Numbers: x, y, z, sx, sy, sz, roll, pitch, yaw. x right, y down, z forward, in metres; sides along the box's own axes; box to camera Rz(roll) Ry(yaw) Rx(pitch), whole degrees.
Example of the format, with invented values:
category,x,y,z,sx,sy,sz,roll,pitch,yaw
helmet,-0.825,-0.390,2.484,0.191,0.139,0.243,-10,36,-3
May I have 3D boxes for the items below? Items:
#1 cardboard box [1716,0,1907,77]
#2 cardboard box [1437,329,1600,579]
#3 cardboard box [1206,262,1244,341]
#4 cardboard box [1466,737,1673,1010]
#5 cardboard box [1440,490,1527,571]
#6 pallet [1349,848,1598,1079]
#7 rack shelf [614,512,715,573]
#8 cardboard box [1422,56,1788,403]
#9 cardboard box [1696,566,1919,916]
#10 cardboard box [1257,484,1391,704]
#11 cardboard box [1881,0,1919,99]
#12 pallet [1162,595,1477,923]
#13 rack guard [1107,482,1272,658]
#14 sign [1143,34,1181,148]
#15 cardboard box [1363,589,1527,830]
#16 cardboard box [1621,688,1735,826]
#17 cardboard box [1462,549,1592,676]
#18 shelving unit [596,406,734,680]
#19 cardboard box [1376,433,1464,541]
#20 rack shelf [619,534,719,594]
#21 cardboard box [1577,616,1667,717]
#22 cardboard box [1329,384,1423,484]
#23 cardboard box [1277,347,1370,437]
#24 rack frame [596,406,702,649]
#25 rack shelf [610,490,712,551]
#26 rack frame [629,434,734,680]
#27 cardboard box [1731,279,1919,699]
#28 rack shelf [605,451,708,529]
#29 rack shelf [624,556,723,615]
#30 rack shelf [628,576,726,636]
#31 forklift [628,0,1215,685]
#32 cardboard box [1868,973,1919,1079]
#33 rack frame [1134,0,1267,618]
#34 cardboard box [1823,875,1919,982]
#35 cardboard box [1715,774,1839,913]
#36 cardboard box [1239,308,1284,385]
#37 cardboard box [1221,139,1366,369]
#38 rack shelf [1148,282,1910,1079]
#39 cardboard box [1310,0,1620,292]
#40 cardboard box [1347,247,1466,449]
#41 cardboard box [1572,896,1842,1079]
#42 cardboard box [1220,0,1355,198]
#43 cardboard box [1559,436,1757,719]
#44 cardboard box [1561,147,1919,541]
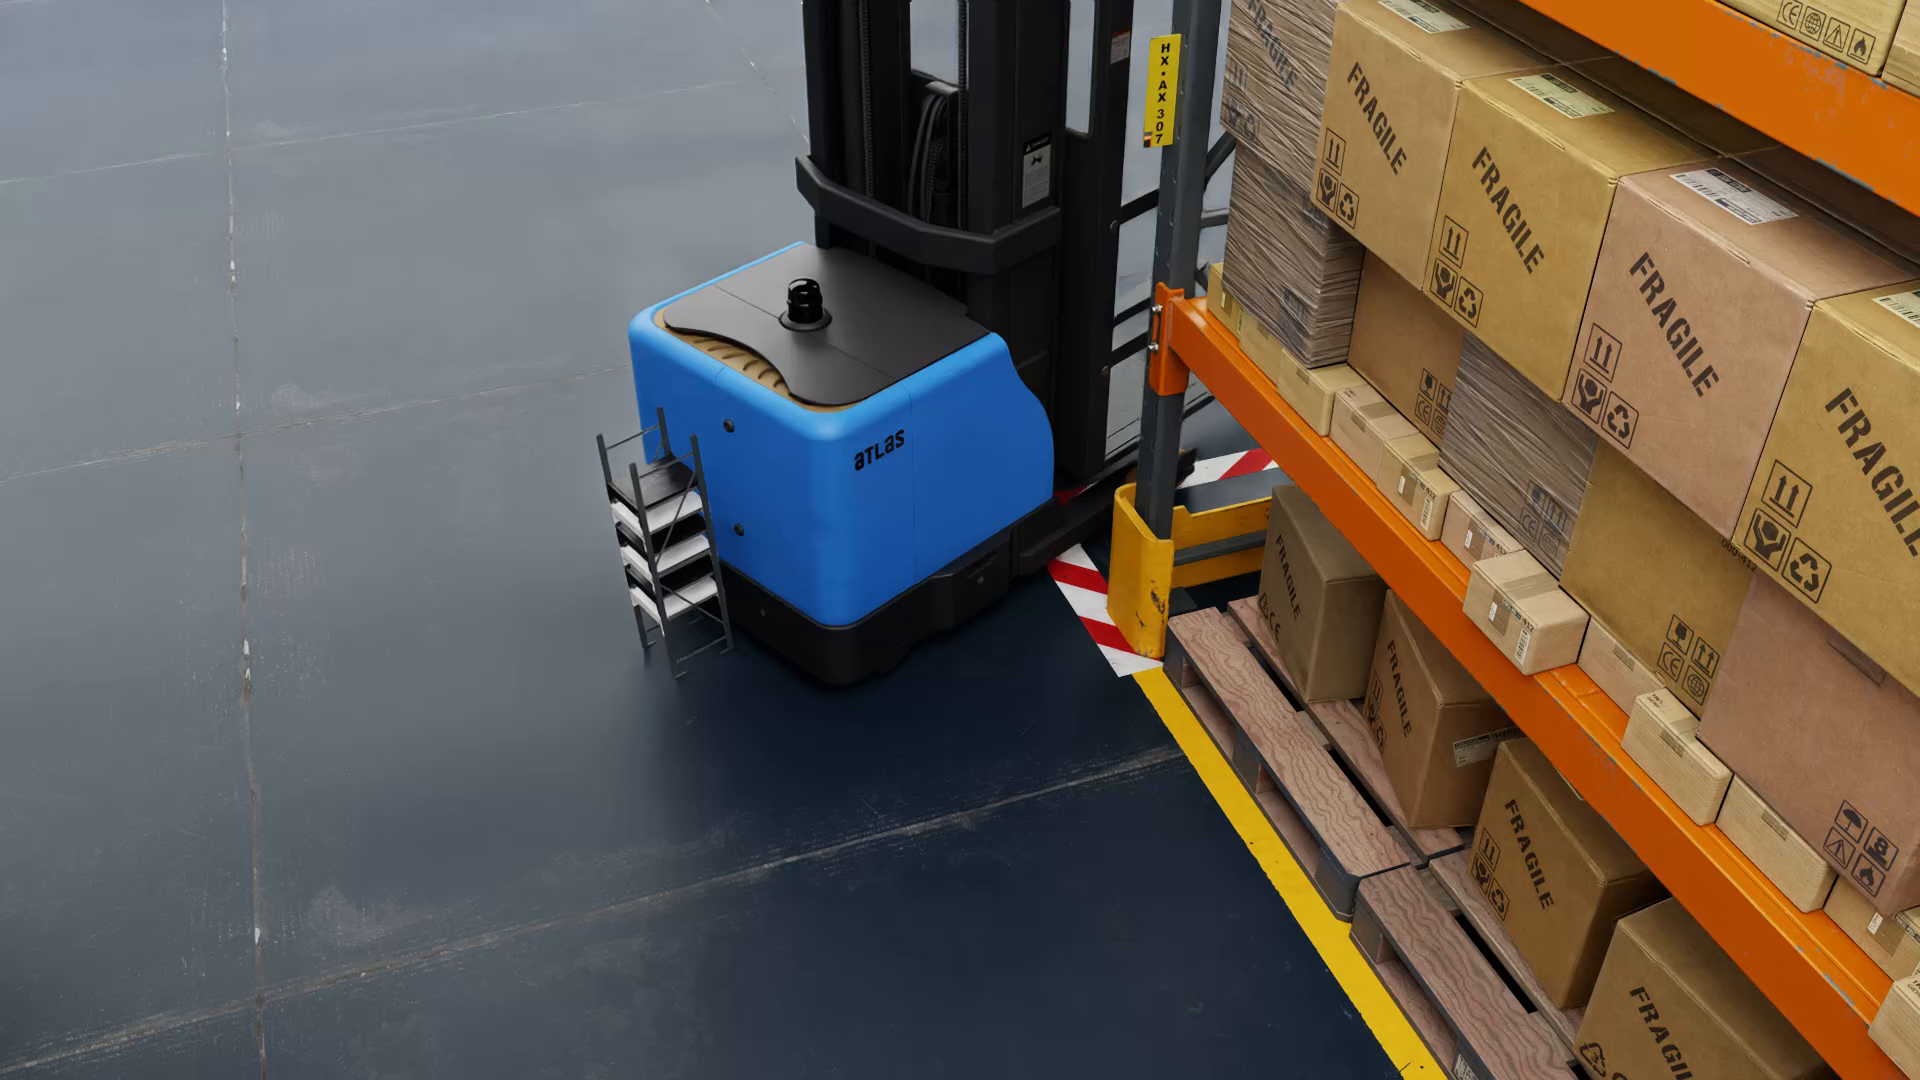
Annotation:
category,x,y,z,sx,sy,sz,roll,pitch,yaw
cardboard box,1.543,-0.990,2.702,0.500,0.250,0.500,-11,38,-15
cardboard box,1.665,-0.334,3.870,0.875,0.500,0.500,-12,39,-16
cardboard box,0.960,-0.730,4.935,0.380,0.149,0.250,-12,39,-16
cardboard box,1.720,0.834,4.378,0.500,0.500,0.500,-9,38,-12
cardboard box,1.396,-0.025,3.999,0.380,0.149,0.250,-12,39,-16
pallet,1.774,1.270,4.388,1.003,0.211,1.213,-12,39,-16
rack shelf,-0.961,-0.021,5.424,0.258,0.077,0.200,-28,45,-28
cardboard box,1.358,-0.666,3.479,0.500,0.500,0.500,-12,39,-16
cardboard box,1.960,0.242,3.106,0.875,0.500,0.500,-12,39,-16
cardboard box,1.285,0.146,5.292,0.500,0.500,0.500,-6,37,-7
cardboard box,1.710,-0.707,2.327,0.500,0.250,0.500,-13,39,-16
pallet,1.358,0.582,5.302,1.003,0.211,1.213,-12,39,-16
rack guard,1.112,0.000,5.834,1.175,0.500,0.348,-12,39,-16
sign,0.576,-1.274,4.729,0.100,0.325,0.005,-12,39,-16
cardboard box,1.523,0.477,4.853,0.500,0.500,0.500,-3,37,-4
cardboard box,1.610,0.408,3.424,0.380,0.149,0.250,-12,39,-16
cardboard box,1.385,0.137,3.783,0.380,0.149,0.250,-12,39,-16
shelving unit,-0.958,0.023,5.460,0.258,0.900,0.210,-28,45,-28
cardboard box,1.285,-0.161,4.179,0.380,0.149,0.250,-12,39,-16
rack shelf,-0.957,0.049,5.480,0.258,0.077,0.200,-28,45,-28
cardboard box,1.596,0.251,3.632,0.380,0.149,0.250,-12,39,-16
cardboard box,1.205,-0.304,4.369,0.380,0.149,0.250,-12,39,-16
cardboard box,1.100,-0.441,4.551,0.380,0.149,0.250,-12,39,-16
rack frame,-1.022,-0.024,5.523,0.240,0.900,0.006,-28,45,-28
rack shelf,-0.965,-0.091,5.368,0.258,0.077,0.200,-28,45,-28
rack frame,-0.894,0.071,5.396,0.240,0.900,0.006,-28,45,-28
cardboard box,1.705,-0.101,2.730,0.500,0.500,0.500,-12,39,-16
rack shelf,-0.969,-0.161,5.311,0.258,0.077,0.200,-28,45,-28
rack shelf,-0.953,0.119,5.537,0.258,0.077,0.200,-28,45,-28
rack shelf,-0.949,0.189,5.593,0.258,0.077,0.200,-28,45,-28
forklift,0.276,-1.483,5.783,1.130,2.935,3.031,30,46,34
cardboard box,1.815,0.843,2.846,0.380,0.149,0.250,-12,39,-16
rack frame,1.086,-1.041,5.139,1.000,3.000,0.127,-12,39,-16
cardboard box,1.853,0.675,3.070,0.380,0.149,0.250,-12,39,-16
cardboard box,1.729,0.542,3.246,0.380,0.149,0.250,-12,39,-16
cardboard box,1.028,-0.585,4.742,0.380,0.149,0.250,-12,39,-16
cardboard box,1.249,-0.883,4.599,0.875,0.500,0.500,-12,39,-16
rack shelf,1.774,0.376,3.855,1.077,0.370,4.000,-12,39,-16
cardboard box,1.185,-0.948,3.854,0.500,0.500,0.500,-12,39,-16
cardboard box,1.534,-0.626,4.257,0.875,0.500,0.500,-12,39,-16
cardboard box,1.871,1.159,3.947,0.500,0.500,0.500,-16,40,-20
cardboard box,1.019,-1.232,4.231,0.500,0.500,0.500,-12,39,-16
cardboard box,1.827,-0.049,3.492,0.875,0.500,0.500,-12,39,-16
cardboard box,1.536,-0.385,3.106,0.500,0.500,0.500,-12,39,-16
